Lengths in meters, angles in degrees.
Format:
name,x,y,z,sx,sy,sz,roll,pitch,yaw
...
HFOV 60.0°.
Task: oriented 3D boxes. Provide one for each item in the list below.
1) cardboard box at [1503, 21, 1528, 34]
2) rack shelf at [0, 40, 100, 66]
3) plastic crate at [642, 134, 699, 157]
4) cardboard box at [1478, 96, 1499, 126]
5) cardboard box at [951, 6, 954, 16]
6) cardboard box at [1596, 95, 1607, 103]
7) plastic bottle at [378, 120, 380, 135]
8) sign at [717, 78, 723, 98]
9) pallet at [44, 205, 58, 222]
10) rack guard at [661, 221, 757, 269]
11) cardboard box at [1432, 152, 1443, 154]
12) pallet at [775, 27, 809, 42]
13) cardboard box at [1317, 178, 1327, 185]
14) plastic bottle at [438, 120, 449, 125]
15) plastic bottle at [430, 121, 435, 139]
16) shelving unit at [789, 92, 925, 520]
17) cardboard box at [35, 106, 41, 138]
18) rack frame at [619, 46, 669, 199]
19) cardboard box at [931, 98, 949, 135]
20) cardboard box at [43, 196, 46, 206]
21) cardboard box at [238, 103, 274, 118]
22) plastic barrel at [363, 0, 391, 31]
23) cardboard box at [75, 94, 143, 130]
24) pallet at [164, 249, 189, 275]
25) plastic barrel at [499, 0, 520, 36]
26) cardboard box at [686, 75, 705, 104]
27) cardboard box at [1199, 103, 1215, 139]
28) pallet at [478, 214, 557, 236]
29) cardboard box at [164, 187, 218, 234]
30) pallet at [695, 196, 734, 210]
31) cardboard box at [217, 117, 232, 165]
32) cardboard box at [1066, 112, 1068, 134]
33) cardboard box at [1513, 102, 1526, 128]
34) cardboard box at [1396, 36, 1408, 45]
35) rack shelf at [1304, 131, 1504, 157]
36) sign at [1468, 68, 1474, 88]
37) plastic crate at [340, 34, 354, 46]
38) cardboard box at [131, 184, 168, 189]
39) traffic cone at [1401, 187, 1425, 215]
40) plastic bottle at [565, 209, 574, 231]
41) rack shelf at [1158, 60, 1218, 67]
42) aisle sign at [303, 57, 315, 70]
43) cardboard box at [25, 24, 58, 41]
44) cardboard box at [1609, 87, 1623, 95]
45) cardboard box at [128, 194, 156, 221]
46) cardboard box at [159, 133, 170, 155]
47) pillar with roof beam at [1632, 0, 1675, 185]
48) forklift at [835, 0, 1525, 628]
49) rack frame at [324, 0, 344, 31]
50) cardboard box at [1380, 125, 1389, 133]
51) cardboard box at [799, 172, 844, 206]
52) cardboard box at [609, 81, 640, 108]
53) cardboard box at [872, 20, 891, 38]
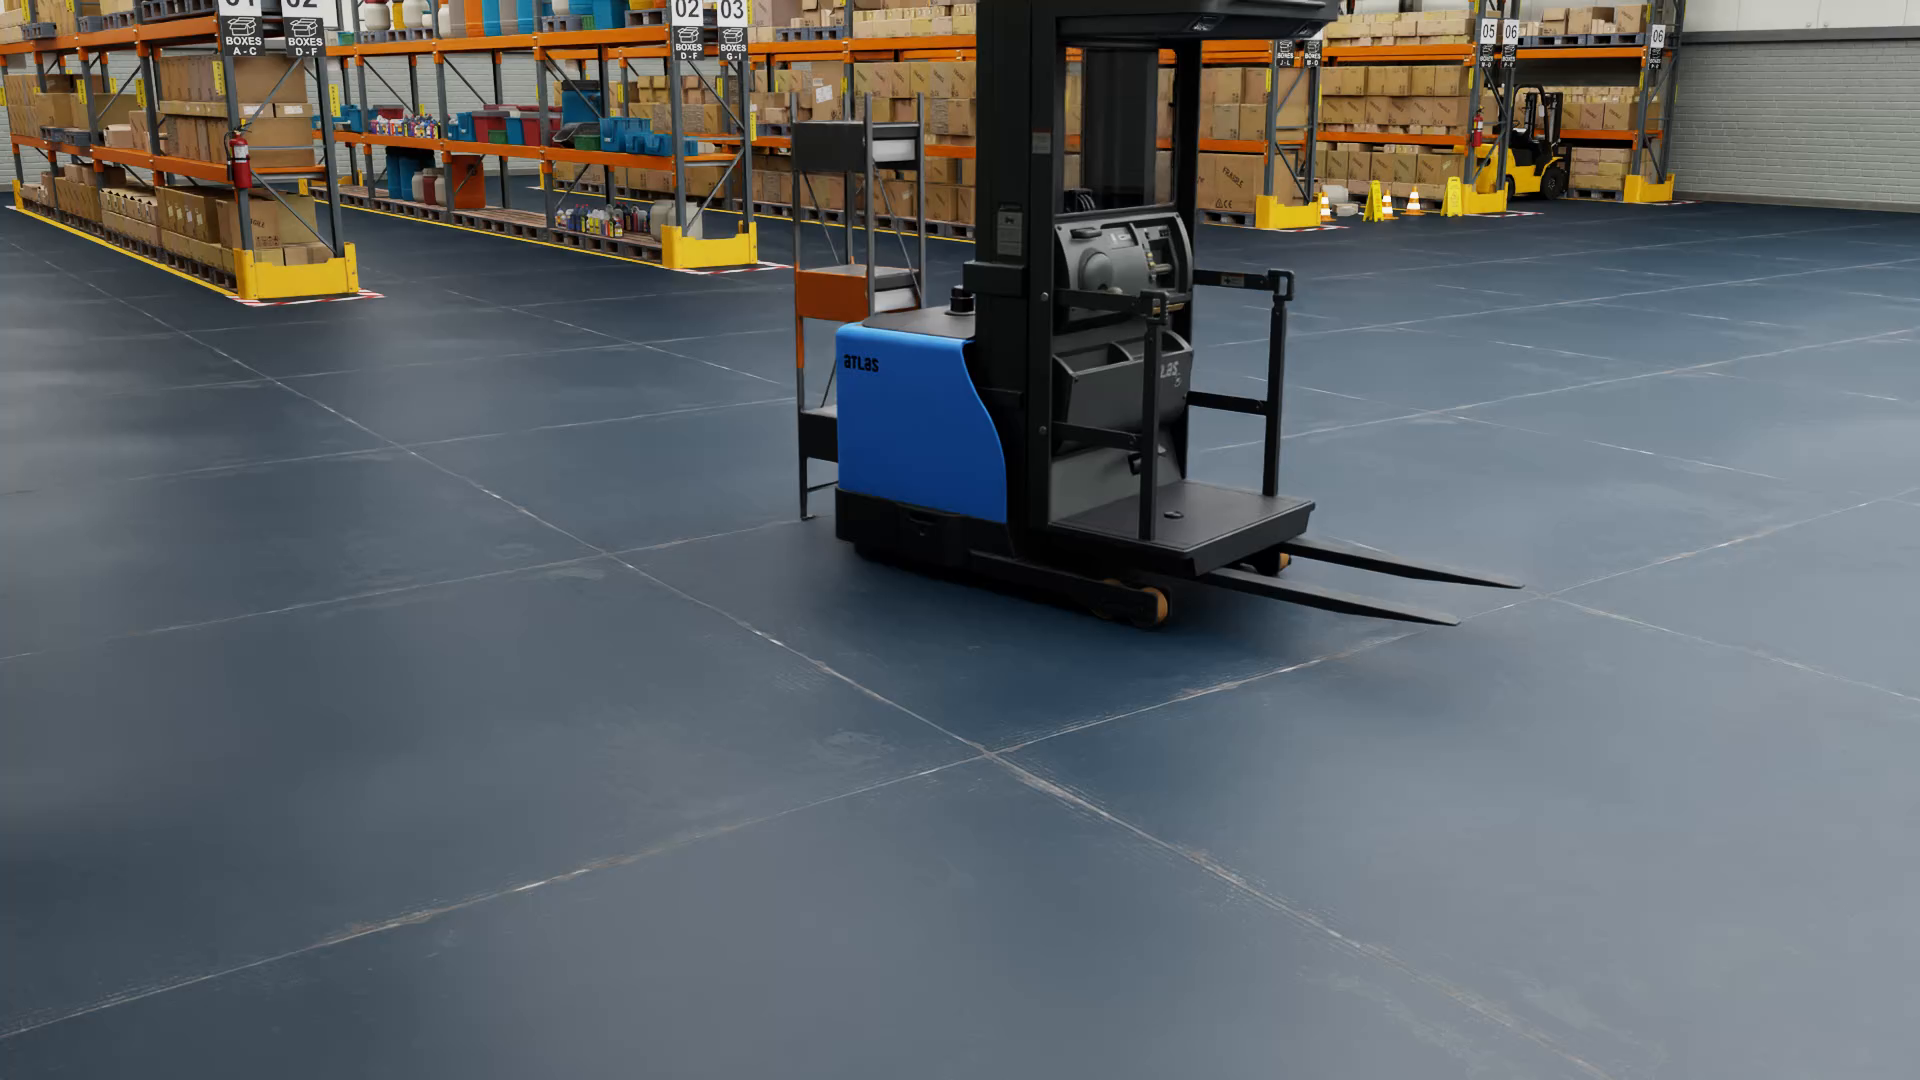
name,x,y,z,sx,sy,sz,roll,pitch,yaw
cardboard box,10.995,-10.187,33.117,0.500,0.311,0.500,-10,18,-33
rack shelf,-15.220,-8.137,27.805,1.077,0.370,4.000,-11,19,-35
plastic crate,-3.516,-4.805,20.230,0.499,0.251,0.616,-11,19,-35
cardboard box,8.988,-7.459,28.893,0.500,0.500,0.500,-11,19,-35
cardboard box,0.092,-7.400,23.276,0.380,0.149,0.250,-11,19,-34
cardboard box,12.348,-8.401,31.669,0.380,0.149,0.250,-10,18,-34
plastic bottle,-9.947,-7.101,28.581,0.097,0.271,0.097,0,15,0
sign,-4.124,-7.765,28.570,0.100,0.325,0.005,-11,19,-35
pallet,-14.447,-5.412,27.450,1.003,0.211,1.213,-11,19,-35
rack guard,-3.063,-3.619,20.352,1.175,0.500,0.348,-11,19,-35
cardboard box,8.467,-6.692,29.837,0.500,0.500,0.500,-12,19,-37
pallet,-2.215,-8.164,26.897,1.213,0.211,1.003,-11,19,-35
cardboard box,6.819,-6.685,31.233,0.500,0.250,0.500,-12,19,-37
plastic bottle,-8.627,-6.921,27.776,0.144,0.351,0.185,-11,19,-35
plastic bottle,-8.402,-6.537,26.500,0.061,0.283,0.133,-11,19,-35
shelving unit,-0.490,-1.113,8.164,0.503,2.100,0.431,12,20,38
cardboard box,-14.546,-6.725,26.777,0.500,0.500,0.500,-10,18,-34
rack frame,-6.029,-8.147,32.161,1.000,3.000,0.127,-11,19,-35
cardboard box,0.075,-6.100,23.927,0.875,0.500,0.500,-11,19,-35
cardboard box,-14.878,-5.596,27.406,0.380,0.149,0.250,-11,19,-35
cardboard box,-7.368,-4.461,17.275,0.380,0.149,0.250,-11,19,-35
plastic barrel,-9.929,-8.942,28.330,0.433,0.535,0.433,0,15,0
cardboard box,-12.154,-6.124,23.784,0.500,0.500,0.700,10,18,33
pallet,-8.907,-3.381,20.028,1.003,0.211,1.213,-11,19,-35
plastic barrel,-6.191,-7.573,23.432,0.600,0.901,0.600,0,15,0
cardboard box,-4.475,-8.123,29.984,0.797,0.503,0.637,-10,18,-33
cardboard box,4.274,-6.731,26.701,0.875,0.550,0.550,-11,19,-35
pallet,-6.546,-4.747,25.022,1.003,0.211,1.213,-11,19,-35
cardboard box,-9.021,-3.887,19.588,0.500,0.500,0.500,-11,19,-35
pallet,-4.080,-6.128,30.066,1.003,0.211,1.213,-11,19,-35
cardboard box,-7.566,-4.309,17.949,0.700,0.500,0.500,-10,18,-33
cardboard box,1.926,-7.413,29.290,0.500,0.500,0.500,-11,19,-35
cardboard box,11.371,-8.445,33.058,0.500,0.500,0.500,-11,19,-35
cardboard box,7.876,-8.759,29.190,0.380,0.149,0.250,-11,19,-36
rack shelf,7.867,-7.203,30.074,1.077,0.370,4.000,-11,19,-35
sign,8.582,-7.752,27.925,0.100,0.325,0.005,-11,19,-35
plastic crate,-10.529,-8.766,29.143,0.450,0.188,0.662,-11,19,-35
cardboard box,-11.729,-4.904,24.214,0.500,0.500,0.500,-10,18,-32
traffic cone,7.746,-5.791,28.357,0.336,0.463,0.334,-11,19,-35
plastic bottle,-5.287,-4.368,22.678,0.152,0.276,0.135,-10,18,-33
rack shelf,4.824,-11.983,41.858,1.077,0.370,4.000,-11,19,-35
aisle sign,-12.670,-9.456,32.017,0.394,0.787,0.004,-11,19,-35
cardboard box,-14.546,-8.047,26.398,0.500,0.250,0.500,-11,19,-35
cardboard box,12.504,-8.490,31.433,0.380,0.149,0.250,-11,19,-34
cardboard box,-10.413,-4.308,21.484,0.500,0.311,0.500,-11,19,-35
cardboard box,-9.665,-4.928,20.683,0.500,0.250,0.500,-9,18,-31
pillar with roof beam,9.893,-10.408,29.057,9.100,9.000,0.400,-11,19,-35
forklift,0.868,-1.212,6.953,3.031,2.935,1.130,12,20,38
rack frame,-12.387,-11.126,31.681,1.000,3.000,0.127,-11,19,-35
cardboard box,7.767,-7.378,29.826,0.380,0.149,0.250,-11,19,-35
cardboard box,-2.264,-5.804,27.501,0.700,0.500,0.500,-13,20,-39
cardboard box,-6.516,-8.637,32.249,0.500,0.500,0.500,-10,18,-33
cardboard box,-0.953,-7.565,24.637,0.500,0.250,0.500,-11,19,-35
